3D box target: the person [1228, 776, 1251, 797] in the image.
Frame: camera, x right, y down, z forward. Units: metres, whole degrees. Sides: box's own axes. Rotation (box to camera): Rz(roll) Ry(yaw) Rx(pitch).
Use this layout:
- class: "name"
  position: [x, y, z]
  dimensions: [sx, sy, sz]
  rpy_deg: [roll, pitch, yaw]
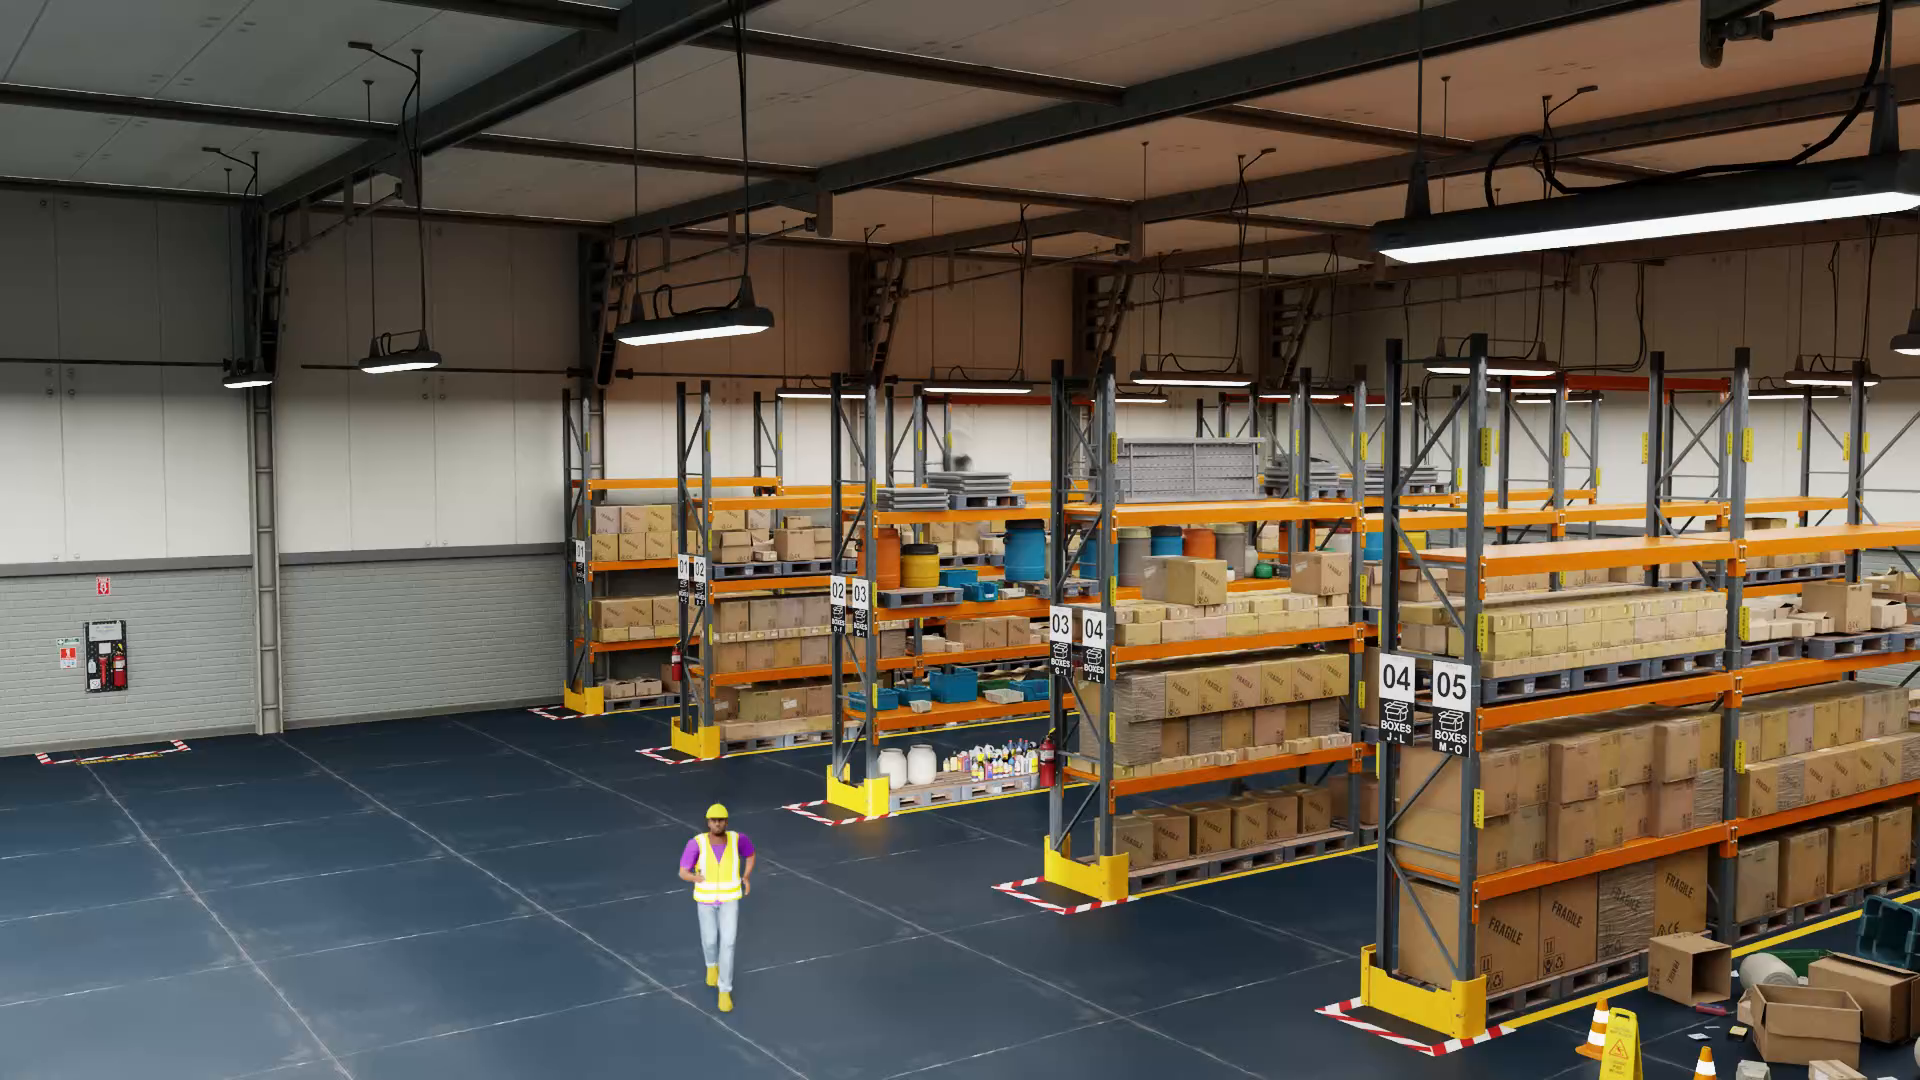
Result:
- class: "person"
  position: [3.716, 2.917, 22.273]
  dimensions: [0.876, 1.676, 0.542]
  rpy_deg: [-3, 5, -40]

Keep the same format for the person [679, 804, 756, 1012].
- class: "person"
  position: [-2.201, 3.277, 15.112]
  dimensions: [0.701, 1.765, 0.917]
  rpy_deg: [-1, 4, -8]
